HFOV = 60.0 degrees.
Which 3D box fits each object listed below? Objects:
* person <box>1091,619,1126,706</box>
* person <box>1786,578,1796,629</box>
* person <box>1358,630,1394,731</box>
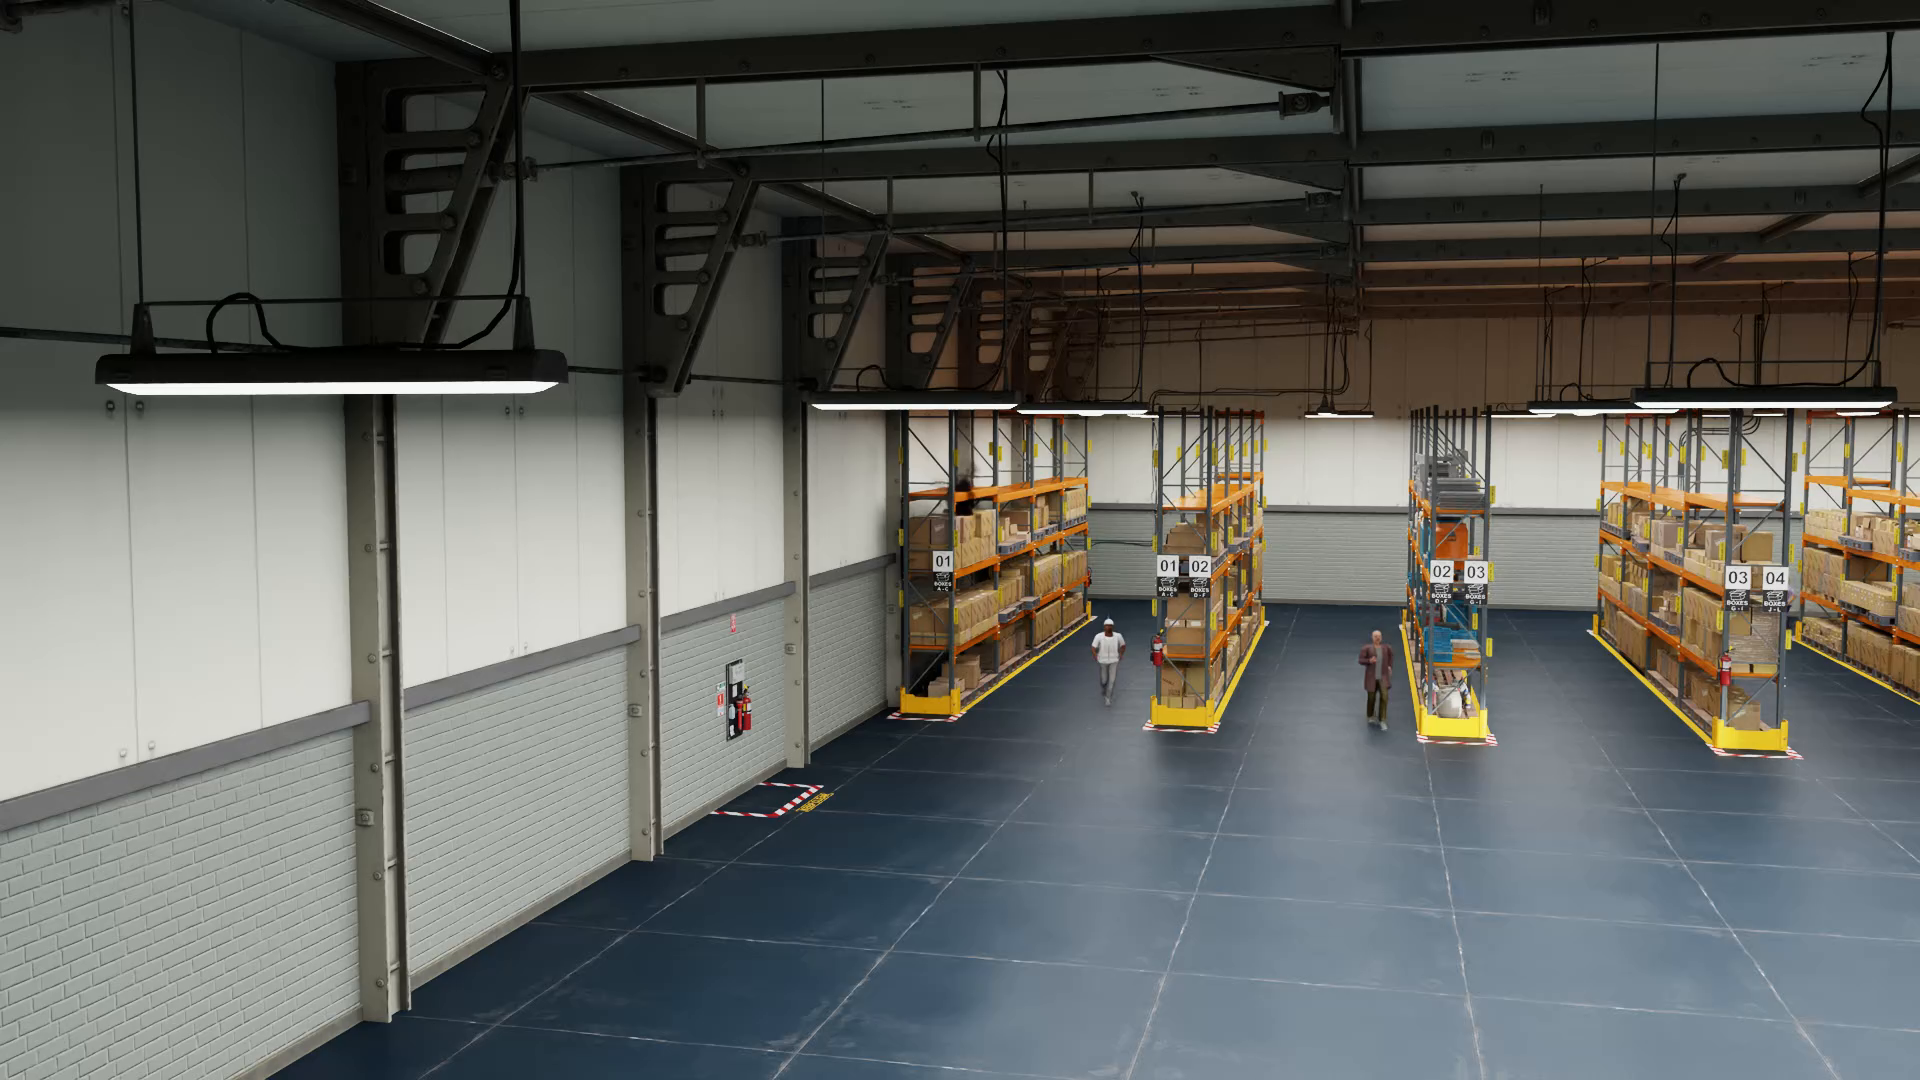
[{"bbox_3d":[3.002,2.457,33.515,0.700,1.739,0.801,0,4,1],"label":"person"},{"bbox_3d":[22.003,1.749,44.557,0.491,1.565,0.711,0,4,3],"label":"person"},{"bbox_3d":[7.763,2.592,30.991,0.691,1.825,0.818,0,4,6],"label":"person"}]
